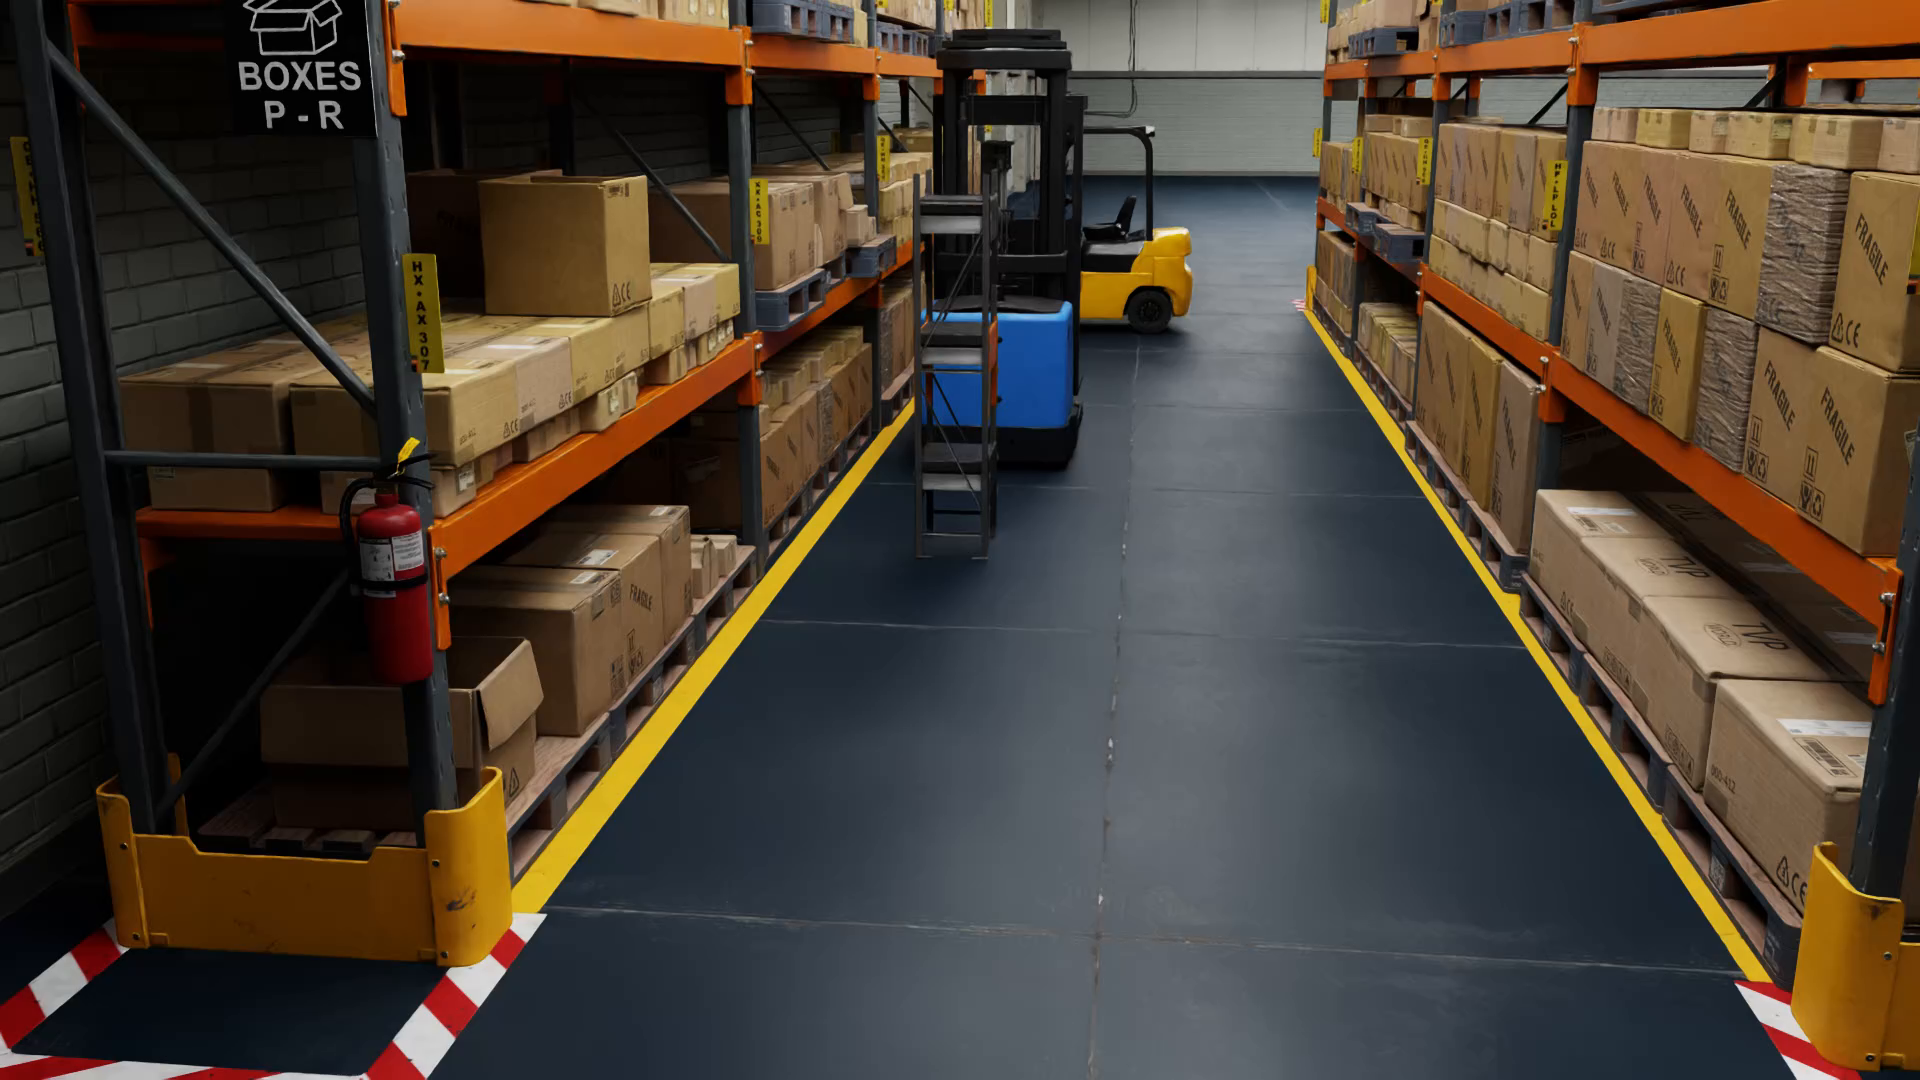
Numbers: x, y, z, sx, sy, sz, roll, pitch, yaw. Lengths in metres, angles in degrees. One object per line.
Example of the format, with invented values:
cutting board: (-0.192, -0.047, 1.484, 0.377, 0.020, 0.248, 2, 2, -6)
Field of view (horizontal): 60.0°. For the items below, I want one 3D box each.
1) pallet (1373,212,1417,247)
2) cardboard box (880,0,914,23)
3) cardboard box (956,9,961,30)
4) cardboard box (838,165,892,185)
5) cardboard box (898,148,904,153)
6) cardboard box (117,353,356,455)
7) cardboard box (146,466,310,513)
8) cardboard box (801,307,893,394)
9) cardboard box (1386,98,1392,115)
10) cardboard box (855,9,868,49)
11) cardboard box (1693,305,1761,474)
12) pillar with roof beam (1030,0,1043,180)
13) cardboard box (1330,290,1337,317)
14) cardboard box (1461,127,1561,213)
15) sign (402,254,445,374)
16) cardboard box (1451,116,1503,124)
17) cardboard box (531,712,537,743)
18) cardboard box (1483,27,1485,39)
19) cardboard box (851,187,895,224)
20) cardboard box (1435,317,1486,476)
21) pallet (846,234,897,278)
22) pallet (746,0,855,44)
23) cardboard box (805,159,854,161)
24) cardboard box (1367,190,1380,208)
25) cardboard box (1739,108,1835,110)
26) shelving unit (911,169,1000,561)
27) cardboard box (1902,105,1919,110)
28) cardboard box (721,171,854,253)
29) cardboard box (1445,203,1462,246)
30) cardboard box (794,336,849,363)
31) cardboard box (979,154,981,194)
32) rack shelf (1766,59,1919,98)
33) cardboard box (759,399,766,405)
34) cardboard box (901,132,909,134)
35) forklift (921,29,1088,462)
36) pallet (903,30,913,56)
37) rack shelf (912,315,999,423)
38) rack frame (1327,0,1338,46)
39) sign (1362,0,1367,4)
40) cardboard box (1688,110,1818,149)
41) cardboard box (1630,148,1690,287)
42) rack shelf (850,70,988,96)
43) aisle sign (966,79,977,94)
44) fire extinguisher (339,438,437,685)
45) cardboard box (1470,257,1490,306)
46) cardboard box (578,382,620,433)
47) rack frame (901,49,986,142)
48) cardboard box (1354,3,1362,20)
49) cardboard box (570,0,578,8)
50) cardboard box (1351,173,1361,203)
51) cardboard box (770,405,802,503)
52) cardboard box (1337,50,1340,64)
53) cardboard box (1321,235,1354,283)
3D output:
pallet: (4.011, -2.567, 13.775, 1.003, 0.211, 1.213, 2, 15, 6)
cardboard box: (-0.665, -4.482, 13.556, 0.500, 0.500, 0.500, 2, 15, 8)
cardboard box: (-0.183, -5.337, 17.169, 0.396, 0.266, 0.258, 1, 15, 5)
cardboard box: (-0.743, -2.862, 13.066, 0.380, 0.149, 0.250, 2, 15, 8)
cardboard box: (-0.728, -4.044, 17.437, 0.380, 0.149, 0.250, 2, 15, 8)
cardboard box: (-2.218, -0.413, 5.162, 0.500, 0.250, 0.500, 2, 15, 8)
cardboard box: (-2.236, -0.188, 5.091, 0.380, 0.149, 0.250, 2, 15, 6)
cardboard box: (-1.020, -1.508, 13.236, 0.875, 0.625, 0.625, 2, 15, 8)
cardboard box: (4.708, -4.226, 16.866, 0.700, 0.500, 0.500, 1, 15, 5)
cardboard box: (-0.921, -3.525, 11.493, 0.500, 0.250, 0.500, 1, 15, 4)
cardboard box: (2.837, -0.514, 5.626, 0.500, 0.500, 0.500, 2, 15, 8)
pillar with roof beam: (6.487, -14.761, 47.011, 9.100, 9.000, 0.400, 2, 15, 6)
cardboard box: (4.192, -2.489, 17.583, 0.500, 0.250, 0.500, 2, 15, 7)
cardboard box: (3.410, -2.292, 10.286, 0.500, 0.500, 0.500, 2, 15, 8)
sign: (-1.467, -0.617, 4.539, 0.100, 0.325, 0.005, 2, 15, 6)
cardboard box: (4.380, -3.513, 14.097, 0.380, 0.149, 0.250, 1, 15, 4)
cardboard box: (-1.757, 0.694, 6.008, 0.380, 0.149, 0.250, 1, 15, 4)
cardboard box: (3.655, -3.559, 11.813, 0.380, 0.149, 0.250, 2, 15, 6)
cardboard box: (-0.786, -2.566, 12.735, 0.500, 0.250, 0.500, 2, 15, 6)
cardboard box: (3.563, -0.914, 10.561, 0.875, 0.875, 0.875, 2, 15, 7)
pallet: (-1.111, -2.019, 11.751, 1.213, 0.211, 1.003, 2, 15, 6)
pallet: (-1.298, -3.046, 9.793, 1.213, 0.211, 1.003, 2, 15, 6)
cardboard box: (-1.124, -3.210, 14.352, 0.380, 0.149, 0.250, 2, 15, 7)
cardboard box: (3.867, -3.065, 14.927, 0.380, 0.149, 0.250, 2, 15, 7)
cardboard box: (3.483, -1.733, 6.973, 0.380, 0.149, 0.250, 2, 15, 6)
shelving unit: (-0.019, -0.971, 9.229, 0.431, 2.100, 0.503, 2, 15, 6)
cardboard box: (9.286, -3.751, 15.431, 0.875, 0.550, 0.550, 2, 15, 6)
cardboard box: (-1.104, -2.114, 10.730, 0.797, 0.503, 0.637, 1, 15, 5)
cardboard box: (3.467, -2.055, 10.847, 0.500, 0.250, 0.500, 2, 15, 8)
cardboard box: (-0.981, -1.325, 11.557, 0.380, 0.149, 0.250, 1, 15, 4)
cardboard box: (0.004, -4.278, 19.544, 0.500, 0.500, 0.500, 1, 15, 5)
rack shelf: (9.435, -4.682, 16.862, 1.077, 0.370, 4.000, 2, 15, 6)
cardboard box: (-1.296, -0.721, 9.323, 0.380, 0.149, 0.250, 1, 15, 5)
cardboard box: (-0.740, -4.255, 17.648, 0.380, 0.149, 0.250, 2, 15, 6)
forklift: (0.377, -2.280, 12.480, 1.130, 2.935, 3.031, 2, 15, 6)
pallet: (-0.993, -4.116, 13.751, 1.003, 0.211, 1.213, 2, 15, 9)
rack shelf: (-0.019, -0.957, 9.233, 0.431, 0.518, 0.480, 2, 15, 6)
rack frame: (4.731, -7.116, 18.737, 1.000, 3.000, 0.127, 2, 15, 6)
sign: (3.740, -4.894, 15.276, 0.100, 0.325, 0.005, 2, 15, 6)
cardboard box: (2.989, -1.544, 6.277, 0.380, 0.149, 0.250, 2, 15, 6)
cardboard box: (2.951, -1.258, 6.462, 0.500, 0.500, 0.500, 2, 15, 7)
rack shelf: (-0.427, -4.947, 17.841, 1.077, 0.370, 4.000, 2, 15, 6)
aisle sign: (0.098, -5.628, 19.749, 0.394, 0.787, 0.004, 2, 15, 6)
fire extinguisher: (-1.564, 0.054, 4.578, 0.296, 0.674, 0.183, 2, 15, 6)
cardboard box: (3.366, -1.555, 9.954, 0.500, 0.250, 0.500, 2, 15, 6)
cardboard box: (-1.502, -0.504, 6.259, 0.380, 0.149, 0.250, 1, 15, 5)
rack frame: (-0.201, -4.365, 20.057, 1.000, 3.000, 0.127, 2, 15, 6)
cardboard box: (4.069, -5.188, 16.309, 0.380, 0.149, 0.250, 2, 15, 8)
cardboard box: (-1.571, -1.948, 5.855, 0.380, 0.149, 0.250, 2, 15, 6)
cardboard box: (4.083, -3.497, 16.085, 0.500, 0.500, 0.500, 1, 15, 5)
cardboard box: (-1.227, -0.506, 9.770, 0.500, 0.500, 0.500, 1, 15, 6)
cardboard box: (4.367, -5.331, 18.367, 0.380, 0.149, 0.250, 2, 15, 8)
cardboard box: (4.309, -3.114, 18.458, 0.500, 0.500, 0.500, 1, 15, 4)
